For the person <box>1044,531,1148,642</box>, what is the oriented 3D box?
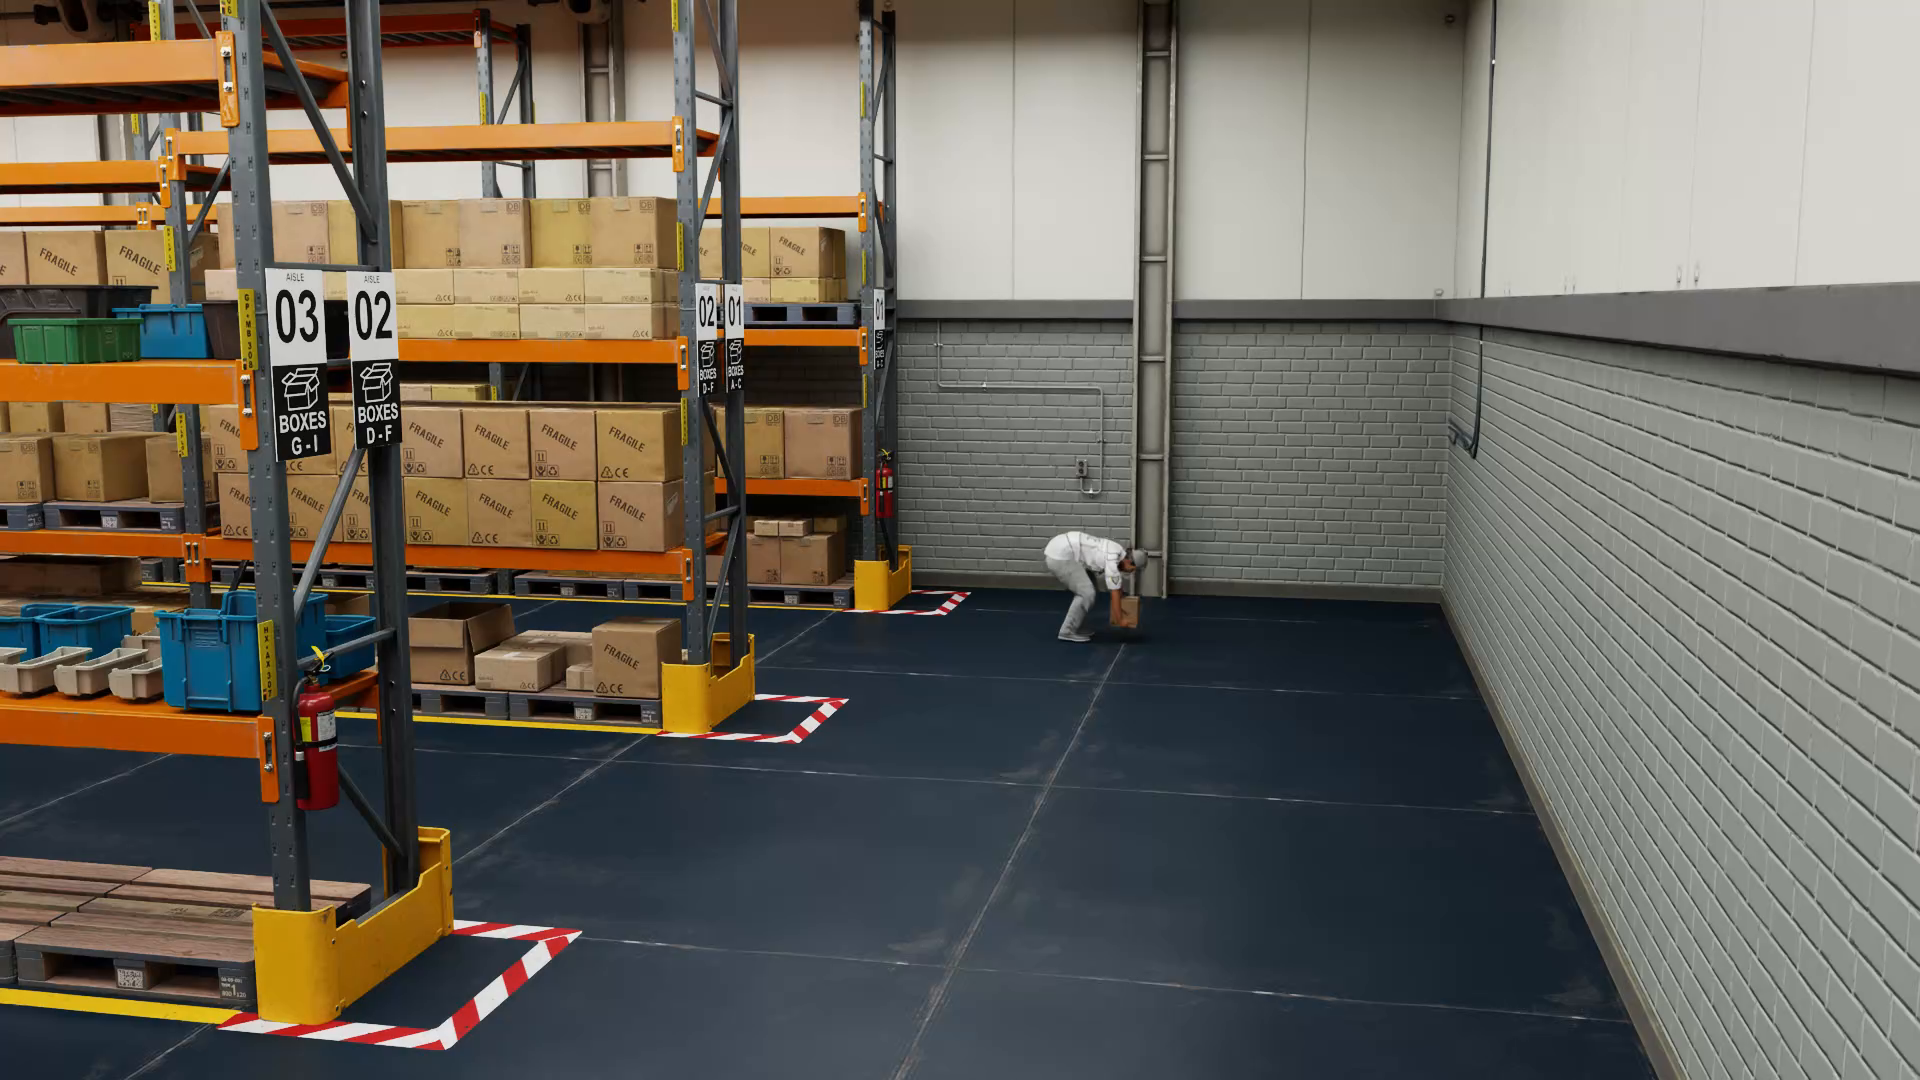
[{"bbox_3d":[1.242,0.423,15.245,0.945,0.990,0.503,1,8,8],"label":"person"}]
